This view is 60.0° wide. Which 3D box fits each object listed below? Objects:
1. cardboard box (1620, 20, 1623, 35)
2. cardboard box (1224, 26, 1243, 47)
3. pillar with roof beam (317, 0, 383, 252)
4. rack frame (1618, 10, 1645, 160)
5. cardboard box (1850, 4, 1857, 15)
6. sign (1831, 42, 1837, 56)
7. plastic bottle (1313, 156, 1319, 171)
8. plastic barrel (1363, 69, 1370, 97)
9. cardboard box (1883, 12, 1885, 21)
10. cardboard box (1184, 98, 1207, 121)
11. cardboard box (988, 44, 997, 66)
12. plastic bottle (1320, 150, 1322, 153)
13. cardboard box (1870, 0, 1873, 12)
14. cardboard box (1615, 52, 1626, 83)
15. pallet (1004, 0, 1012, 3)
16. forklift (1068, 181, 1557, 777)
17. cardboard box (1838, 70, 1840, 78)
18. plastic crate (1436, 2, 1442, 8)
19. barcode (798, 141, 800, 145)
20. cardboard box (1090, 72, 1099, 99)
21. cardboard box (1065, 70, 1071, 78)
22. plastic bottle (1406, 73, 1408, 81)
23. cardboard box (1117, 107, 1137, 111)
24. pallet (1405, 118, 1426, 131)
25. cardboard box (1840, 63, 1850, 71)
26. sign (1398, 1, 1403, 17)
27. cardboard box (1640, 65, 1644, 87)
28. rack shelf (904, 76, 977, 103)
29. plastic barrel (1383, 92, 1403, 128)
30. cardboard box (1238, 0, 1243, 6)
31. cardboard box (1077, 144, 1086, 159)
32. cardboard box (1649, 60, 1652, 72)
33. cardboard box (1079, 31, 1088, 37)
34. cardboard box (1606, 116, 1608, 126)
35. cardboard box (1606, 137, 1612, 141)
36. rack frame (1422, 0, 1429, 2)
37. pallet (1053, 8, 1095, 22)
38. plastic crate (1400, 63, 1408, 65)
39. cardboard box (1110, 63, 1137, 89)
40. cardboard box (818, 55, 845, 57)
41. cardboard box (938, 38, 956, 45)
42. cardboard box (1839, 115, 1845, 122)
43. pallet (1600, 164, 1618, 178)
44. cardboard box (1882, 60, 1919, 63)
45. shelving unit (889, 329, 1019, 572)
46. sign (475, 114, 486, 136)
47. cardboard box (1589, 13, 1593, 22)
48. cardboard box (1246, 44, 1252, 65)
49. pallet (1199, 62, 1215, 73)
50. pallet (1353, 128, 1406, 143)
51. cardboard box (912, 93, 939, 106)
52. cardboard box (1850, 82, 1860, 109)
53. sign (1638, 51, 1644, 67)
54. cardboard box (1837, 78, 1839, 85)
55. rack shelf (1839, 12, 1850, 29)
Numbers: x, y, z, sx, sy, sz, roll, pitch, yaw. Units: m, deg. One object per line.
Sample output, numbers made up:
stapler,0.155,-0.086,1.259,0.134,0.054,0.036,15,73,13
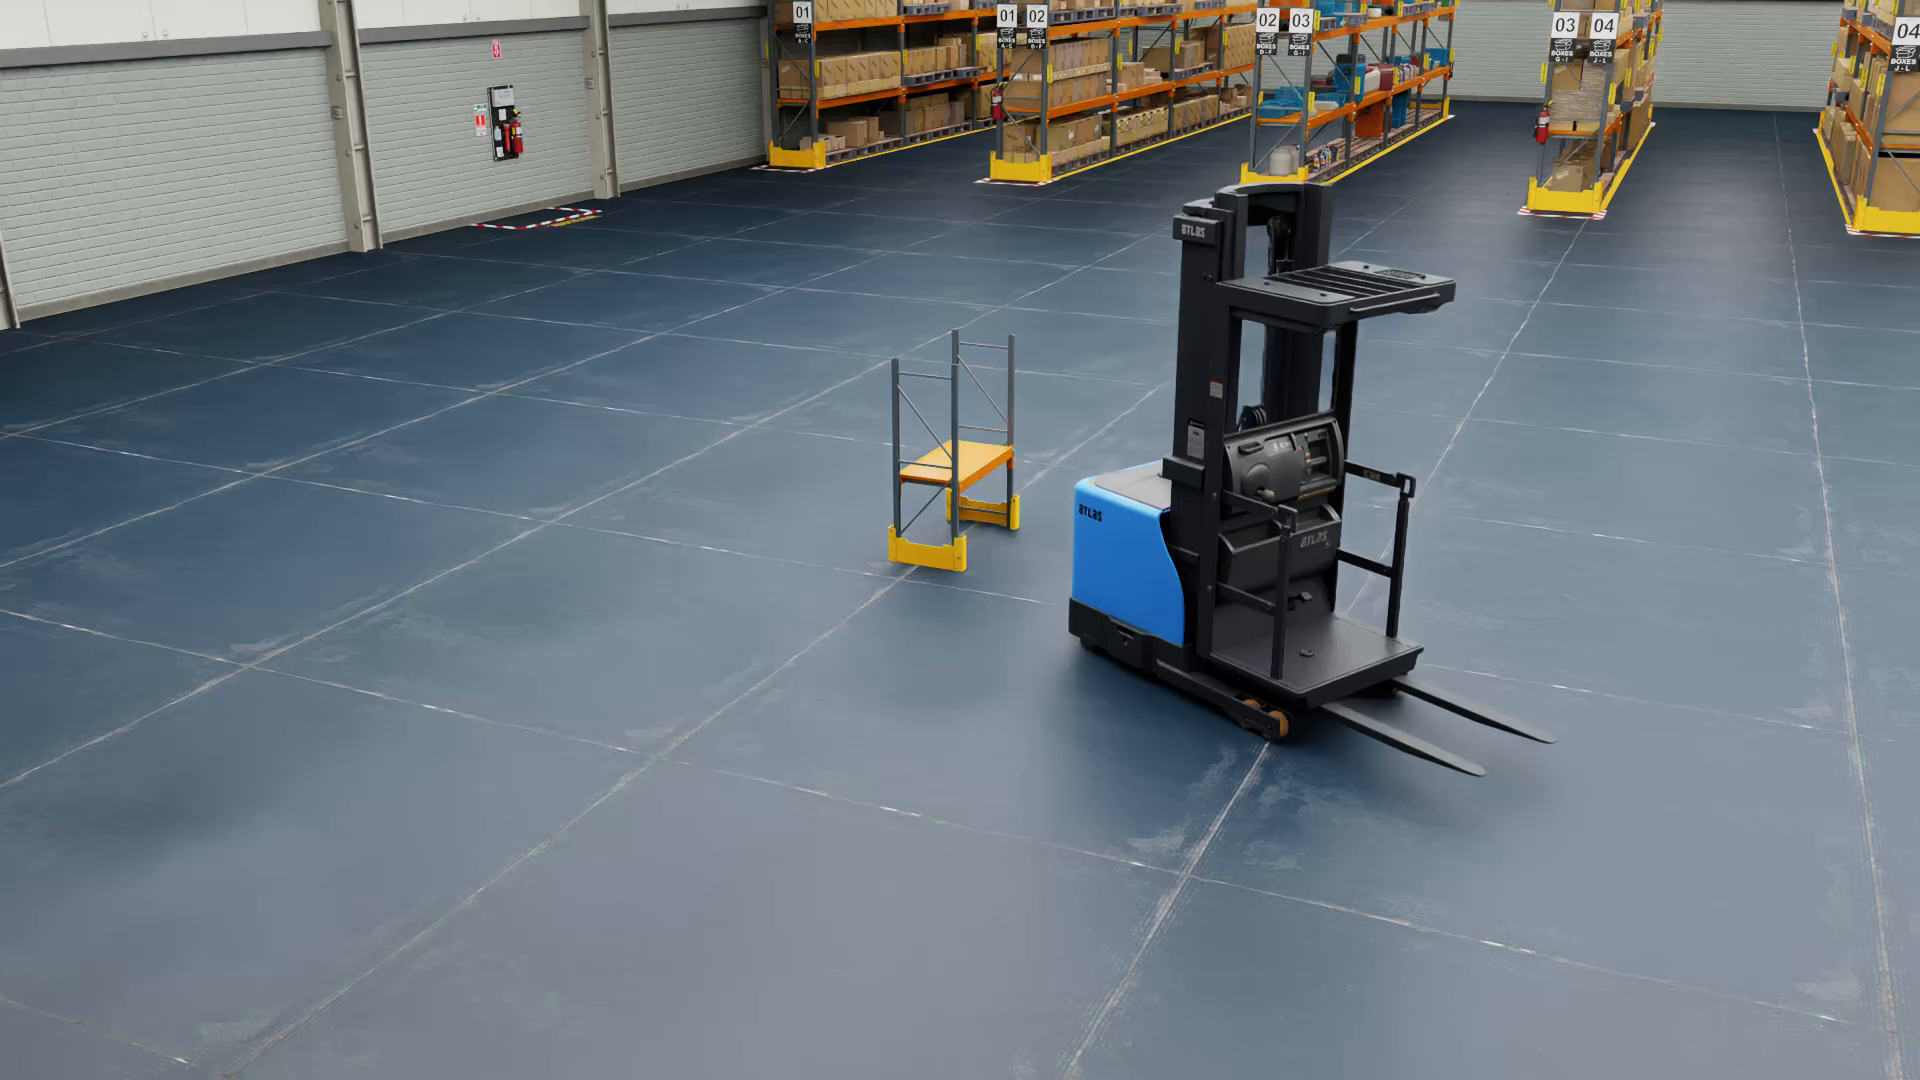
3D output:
cardboard box,10.849,-8.608,27.943,0.500,0.250,0.500,8,21,21
cardboard box,6.960,-12.962,42.798,0.500,0.500,0.500,8,21,21
pillar with roof beam,-4.836,-7.934,21.348,9.100,9.000,0.400,9,21,23
rack frame,13.486,-9.440,34.537,1.000,3.000,0.127,9,21,23
cardboard box,19.563,-11.481,36.024,0.500,0.250,0.500,9,22,24
sign,20.751,-11.657,39.478,0.100,0.325,0.005,9,21,23
plastic bottle,6.718,-7.108,31.393,0.097,0.271,0.097,0,20,0
plastic barrel,8.222,-9.448,34.356,0.433,0.535,0.433,0,20,0
cardboard box,15.250,-8.516,27.062,0.380,0.149,0.250,9,21,23
cardboard box,5.732,-10.560,40.759,0.500,0.500,0.500,9,21,23
cardboard box,0.585,-11.948,40.966,0.500,0.500,0.500,9,22,24
plastic bottle,7.014,-7.437,32.302,0.061,0.283,0.133,9,21,23
cardboard box,17.268,-9.972,31.004,0.500,0.250,0.500,9,22,24
cardboard box,11.506,-8.395,29.512,0.500,0.500,0.500,9,21,23
pallet,0.600,-13.350,41.336,1.003,0.211,1.213,10,22,25
forklift,1.986,-0.444,9.343,1.130,2.935,3.031,-14,24,-35
cardboard box,18.388,-9.636,34.391,0.380,0.149,0.250,8,21,22
plastic crate,11.624,-13.189,40.995,0.437,0.136,0.530,9,21,23
barcode,-3.339,-8.238,34.499,0.001,0.075,0.075,9,21,23
cardboard box,2.426,-9.326,34.068,0.700,0.500,0.500,8,21,22
cardboard box,1.953,-9.114,32.503,0.380,0.149,0.250,8,21,21
plastic bottle,10.305,-10.738,38.483,0.097,0.201,0.097,0,20,0
cardboard box,3.760,-9.686,37.867,0.500,0.311,0.500,8,21,21
pallet,10.871,-10.259,41.001,1.003,0.211,1.213,9,21,23
cardboard box,18.284,-9.696,34.118,0.380,0.149,0.250,10,22,25
sign,9.472,-11.411,35.757,0.100,0.325,0.005,9,21,23
cardboard box,14.556,-10.066,36.148,0.500,0.500,0.500,9,21,23
rack shelf,-0.890,-10.529,38.672,1.077,0.370,4.000,9,21,23
plastic barrel,10.077,-10.172,39.098,0.600,0.901,0.708,9,21,23
cardboard box,6.927,-13.786,42.503,0.500,0.250,0.500,9,21,23
cardboard box,2.213,-7.849,33.540,0.500,0.250,0.500,9,21,23
cardboard box,15.971,-11.151,39.127,0.500,0.250,0.500,9,22,24
cardboard box,3.006,-13.909,46.655,0.980,0.700,0.700,10,22,25
cardboard box,10.973,-7.234,28.707,0.380,0.149,0.250,9,21,23
cardboard box,12.332,-7.575,32.366,0.700,0.500,0.500,8,21,22
rack frame,10.606,-14.169,38.881,1.000,3.000,0.127,9,21,23
pallet,1.986,-10.314,32.648,1.003,0.211,1.213,9,21,23
plastic crate,11.044,-11.820,41.534,0.293,0.136,0.466,9,21,23
cardboard box,3.562,-10.172,36.445,0.500,0.500,0.500,9,21,23
cardboard box,-2.718,-9.964,35.085,0.500,0.500,0.500,9,21,23
cardboard box,-0.303,-11.829,39.481,0.380,0.149,0.250,5,20,14
cardboard box,18.208,-8.503,33.887,0.500,0.250,0.500,9,21,23
pallet,12.166,-7.142,32.236,1.003,0.211,1.213,9,21,23
cardboard box,16.030,-7.793,28.071,0.875,0.550,0.550,9,21,23
shelving unit,-0.031,-0.683,12.152,0.587,1.500,1.083,9,21,23
sign,-7.673,-6.644,26.621,0.001,0.329,0.234,9,21,23
cardboard box,10.534,-8.578,27.264,0.380,0.149,0.250,8,21,22
cardboard box,7.373,-12.808,43.858,0.500,0.500,0.500,9,21,23
pallet,5.661,-11.704,41.188,1.003,0.211,1.213,9,21,23
pallet,9.753,-9.424,38.654,1.003,0.211,1.213,9,21,23
cardboard box,-0.815,-10.311,38.941,0.500,0.250,0.500,8,21,22
cardboard box,17.127,-8.366,31.367,0.500,0.500,0.500,9,21,23
sign,13.985,-9.877,34.155,0.100,0.325,0.005,9,21,23
cardboard box,18.391,-9.497,34.446,0.380,0.149,0.250,8,21,20
rack shelf,20.427,-11.637,37.312,1.077,0.370,4.000,9,21,23
